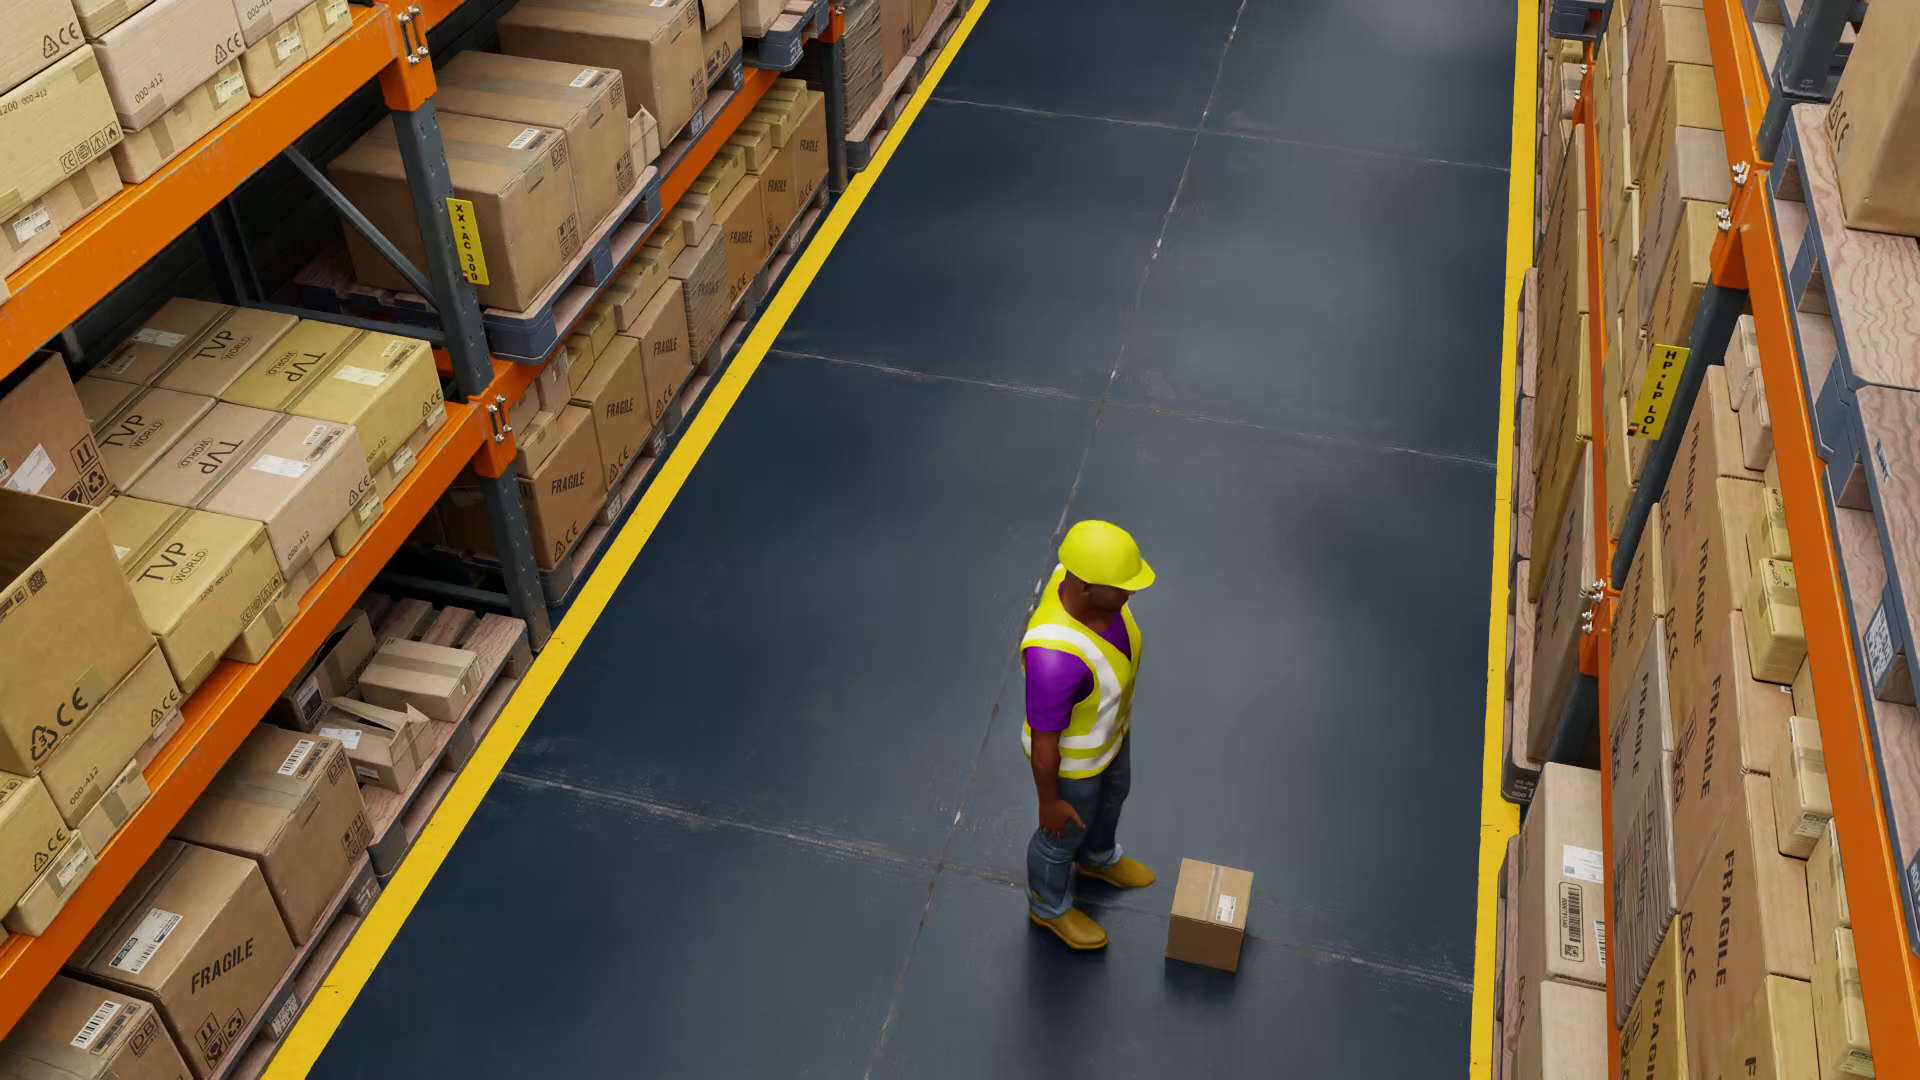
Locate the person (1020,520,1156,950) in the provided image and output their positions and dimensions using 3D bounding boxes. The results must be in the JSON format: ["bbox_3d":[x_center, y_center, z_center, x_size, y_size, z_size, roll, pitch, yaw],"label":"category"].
[{"bbox_3d":[0.423,0.666,5.372,0.439,1.807,0.630,14,43,16],"label":"person"}]
